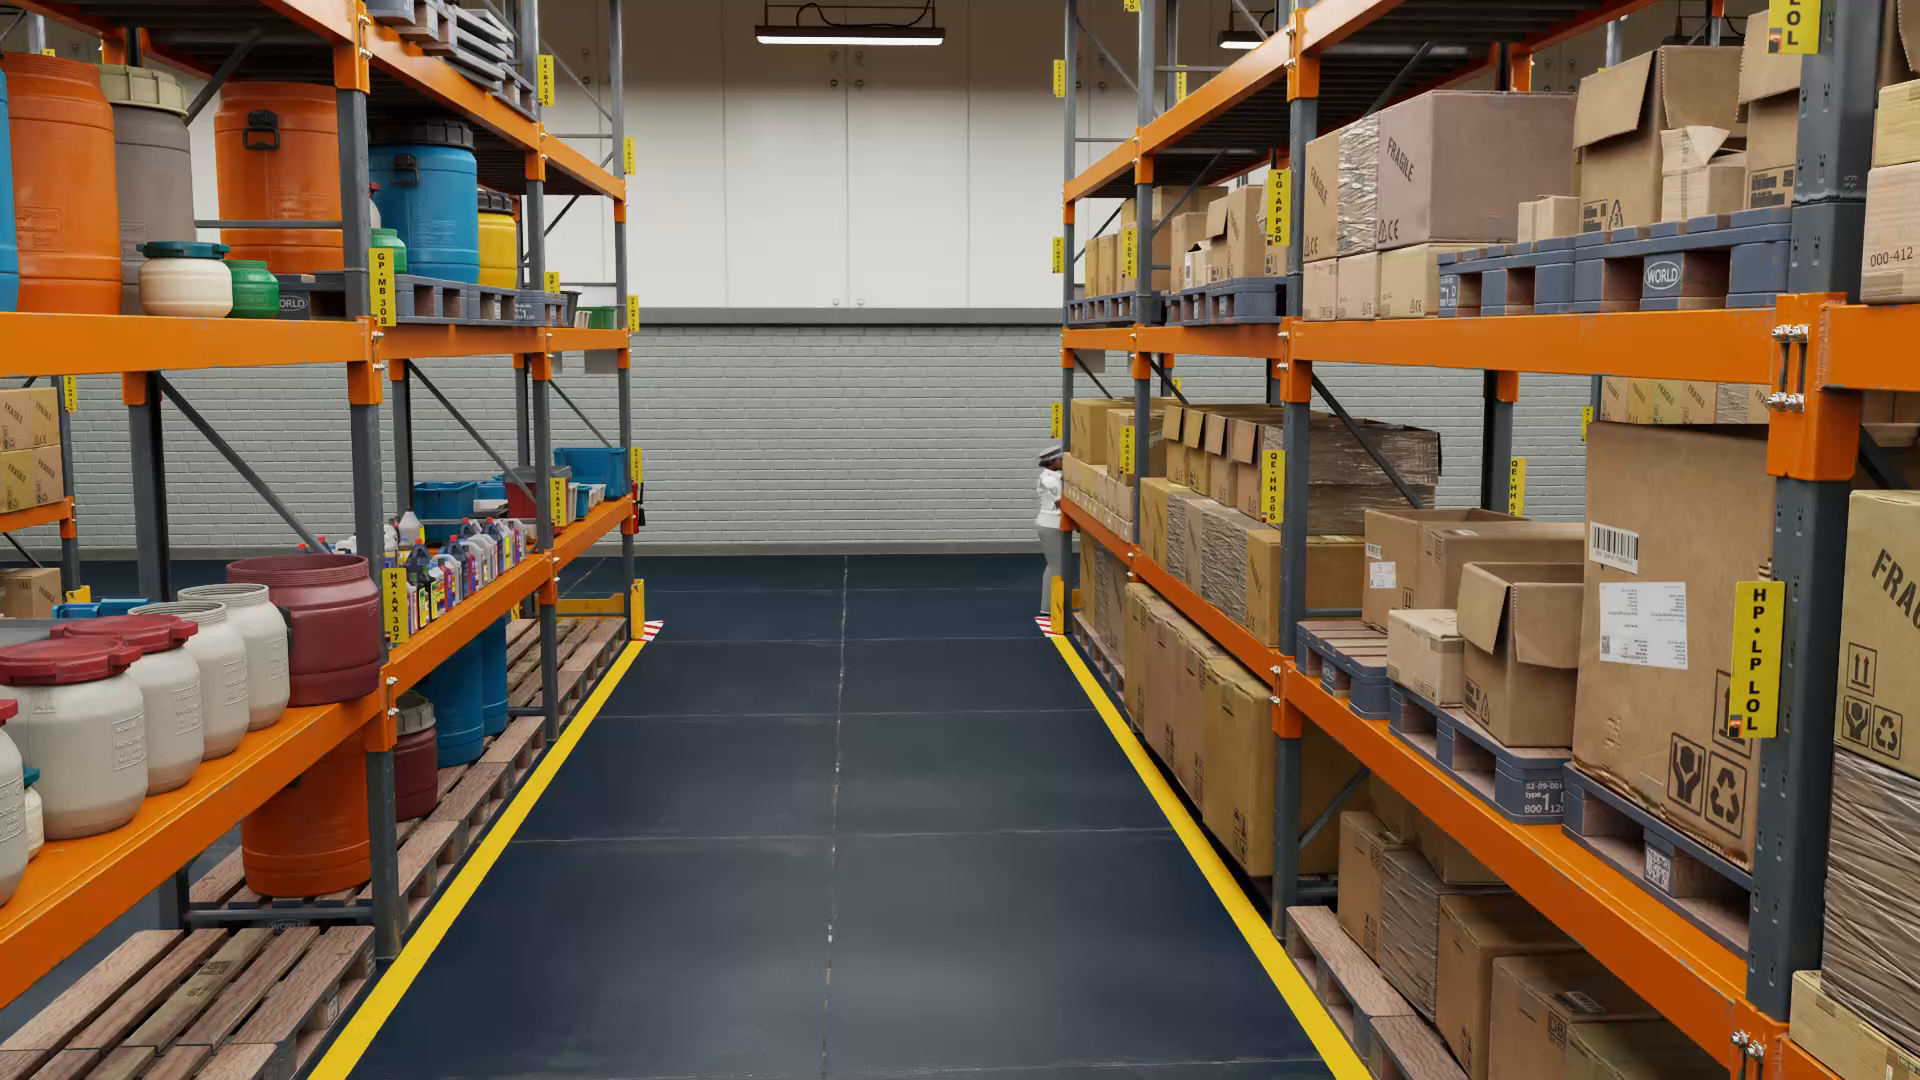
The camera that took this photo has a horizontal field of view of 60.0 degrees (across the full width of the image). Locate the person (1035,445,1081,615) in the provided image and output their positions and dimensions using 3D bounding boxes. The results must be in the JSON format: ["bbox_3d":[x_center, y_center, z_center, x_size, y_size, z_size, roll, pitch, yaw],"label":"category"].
[{"bbox_3d":[1.010,-0.105,16.527,0.520,1.692,0.435,0,7,3],"label":"person"}]
